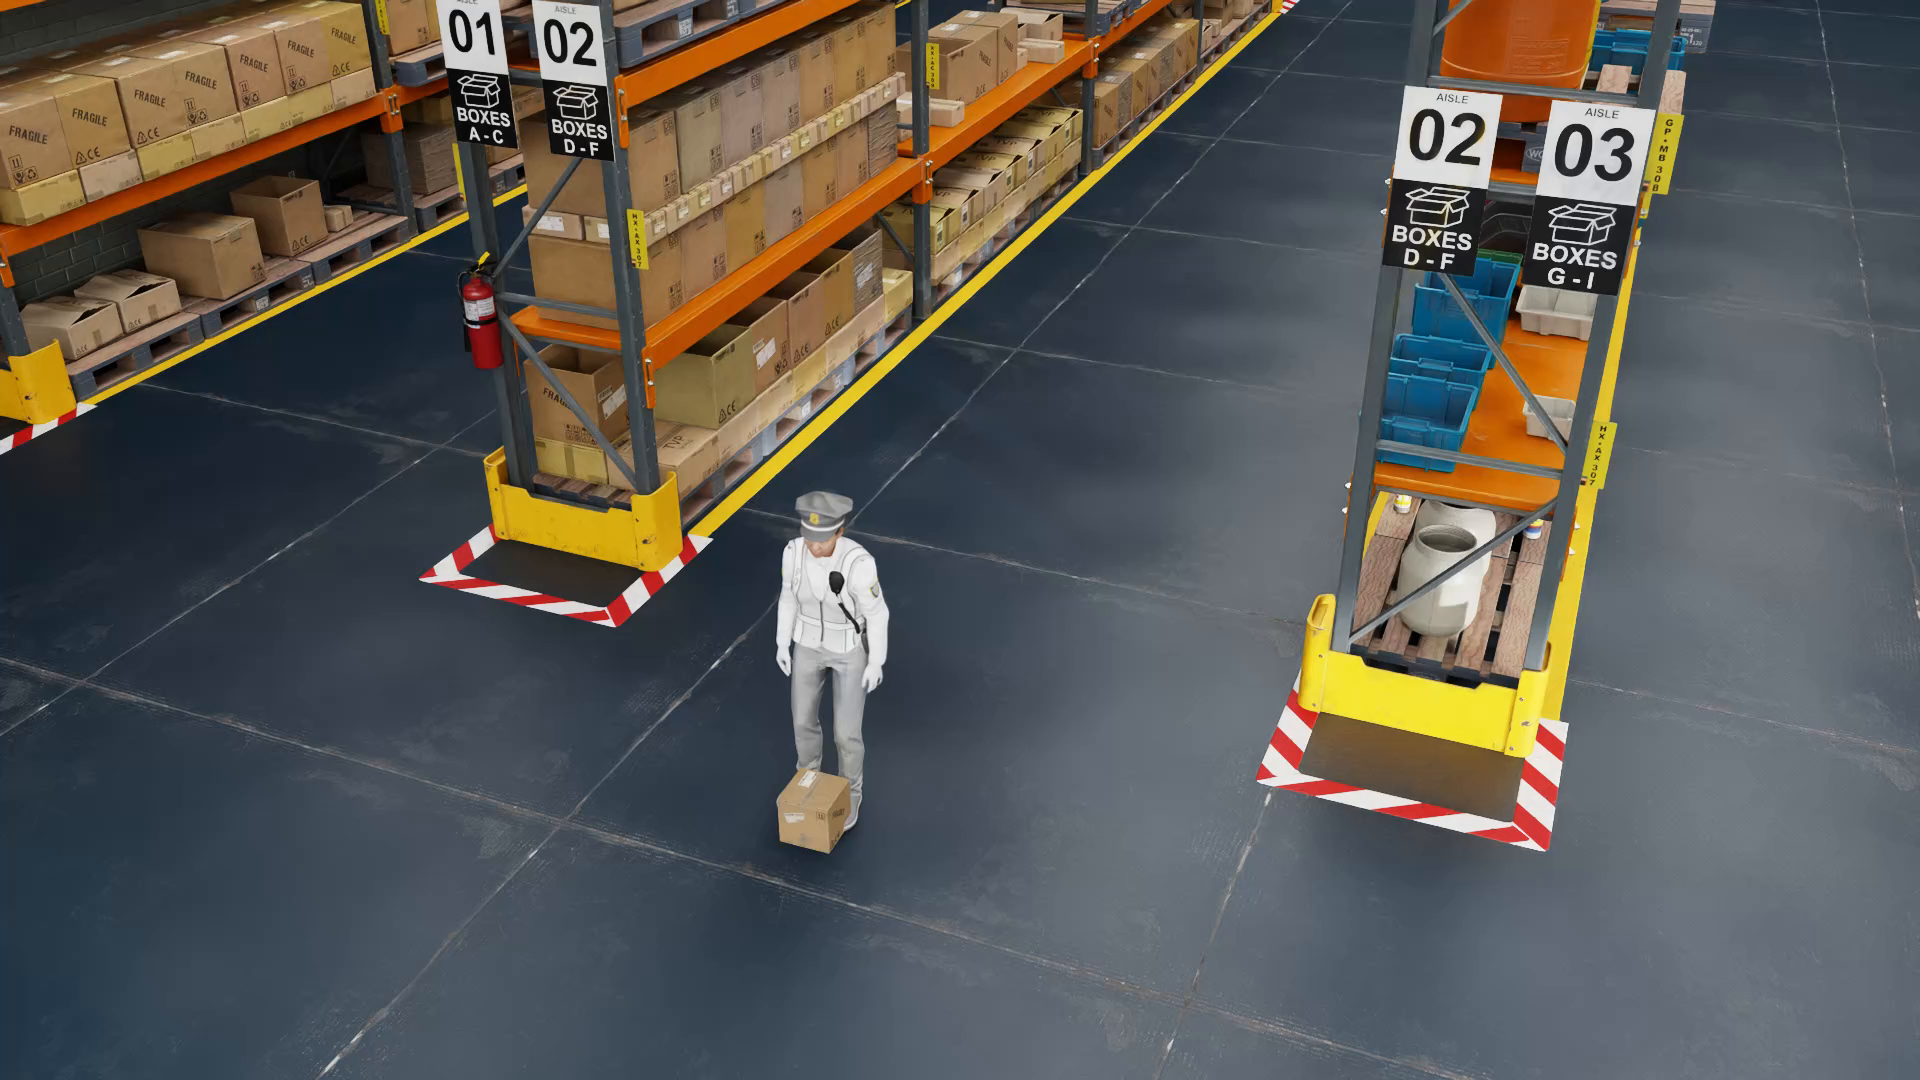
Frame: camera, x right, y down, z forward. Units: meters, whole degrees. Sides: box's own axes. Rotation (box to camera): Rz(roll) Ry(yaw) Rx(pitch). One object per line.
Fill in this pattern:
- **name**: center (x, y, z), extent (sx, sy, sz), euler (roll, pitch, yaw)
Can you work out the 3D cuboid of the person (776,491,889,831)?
- **person**: center (-0.588, 0.526, 7.471), extent (0.529, 1.662, 0.414), euler (10, 31, 17)
